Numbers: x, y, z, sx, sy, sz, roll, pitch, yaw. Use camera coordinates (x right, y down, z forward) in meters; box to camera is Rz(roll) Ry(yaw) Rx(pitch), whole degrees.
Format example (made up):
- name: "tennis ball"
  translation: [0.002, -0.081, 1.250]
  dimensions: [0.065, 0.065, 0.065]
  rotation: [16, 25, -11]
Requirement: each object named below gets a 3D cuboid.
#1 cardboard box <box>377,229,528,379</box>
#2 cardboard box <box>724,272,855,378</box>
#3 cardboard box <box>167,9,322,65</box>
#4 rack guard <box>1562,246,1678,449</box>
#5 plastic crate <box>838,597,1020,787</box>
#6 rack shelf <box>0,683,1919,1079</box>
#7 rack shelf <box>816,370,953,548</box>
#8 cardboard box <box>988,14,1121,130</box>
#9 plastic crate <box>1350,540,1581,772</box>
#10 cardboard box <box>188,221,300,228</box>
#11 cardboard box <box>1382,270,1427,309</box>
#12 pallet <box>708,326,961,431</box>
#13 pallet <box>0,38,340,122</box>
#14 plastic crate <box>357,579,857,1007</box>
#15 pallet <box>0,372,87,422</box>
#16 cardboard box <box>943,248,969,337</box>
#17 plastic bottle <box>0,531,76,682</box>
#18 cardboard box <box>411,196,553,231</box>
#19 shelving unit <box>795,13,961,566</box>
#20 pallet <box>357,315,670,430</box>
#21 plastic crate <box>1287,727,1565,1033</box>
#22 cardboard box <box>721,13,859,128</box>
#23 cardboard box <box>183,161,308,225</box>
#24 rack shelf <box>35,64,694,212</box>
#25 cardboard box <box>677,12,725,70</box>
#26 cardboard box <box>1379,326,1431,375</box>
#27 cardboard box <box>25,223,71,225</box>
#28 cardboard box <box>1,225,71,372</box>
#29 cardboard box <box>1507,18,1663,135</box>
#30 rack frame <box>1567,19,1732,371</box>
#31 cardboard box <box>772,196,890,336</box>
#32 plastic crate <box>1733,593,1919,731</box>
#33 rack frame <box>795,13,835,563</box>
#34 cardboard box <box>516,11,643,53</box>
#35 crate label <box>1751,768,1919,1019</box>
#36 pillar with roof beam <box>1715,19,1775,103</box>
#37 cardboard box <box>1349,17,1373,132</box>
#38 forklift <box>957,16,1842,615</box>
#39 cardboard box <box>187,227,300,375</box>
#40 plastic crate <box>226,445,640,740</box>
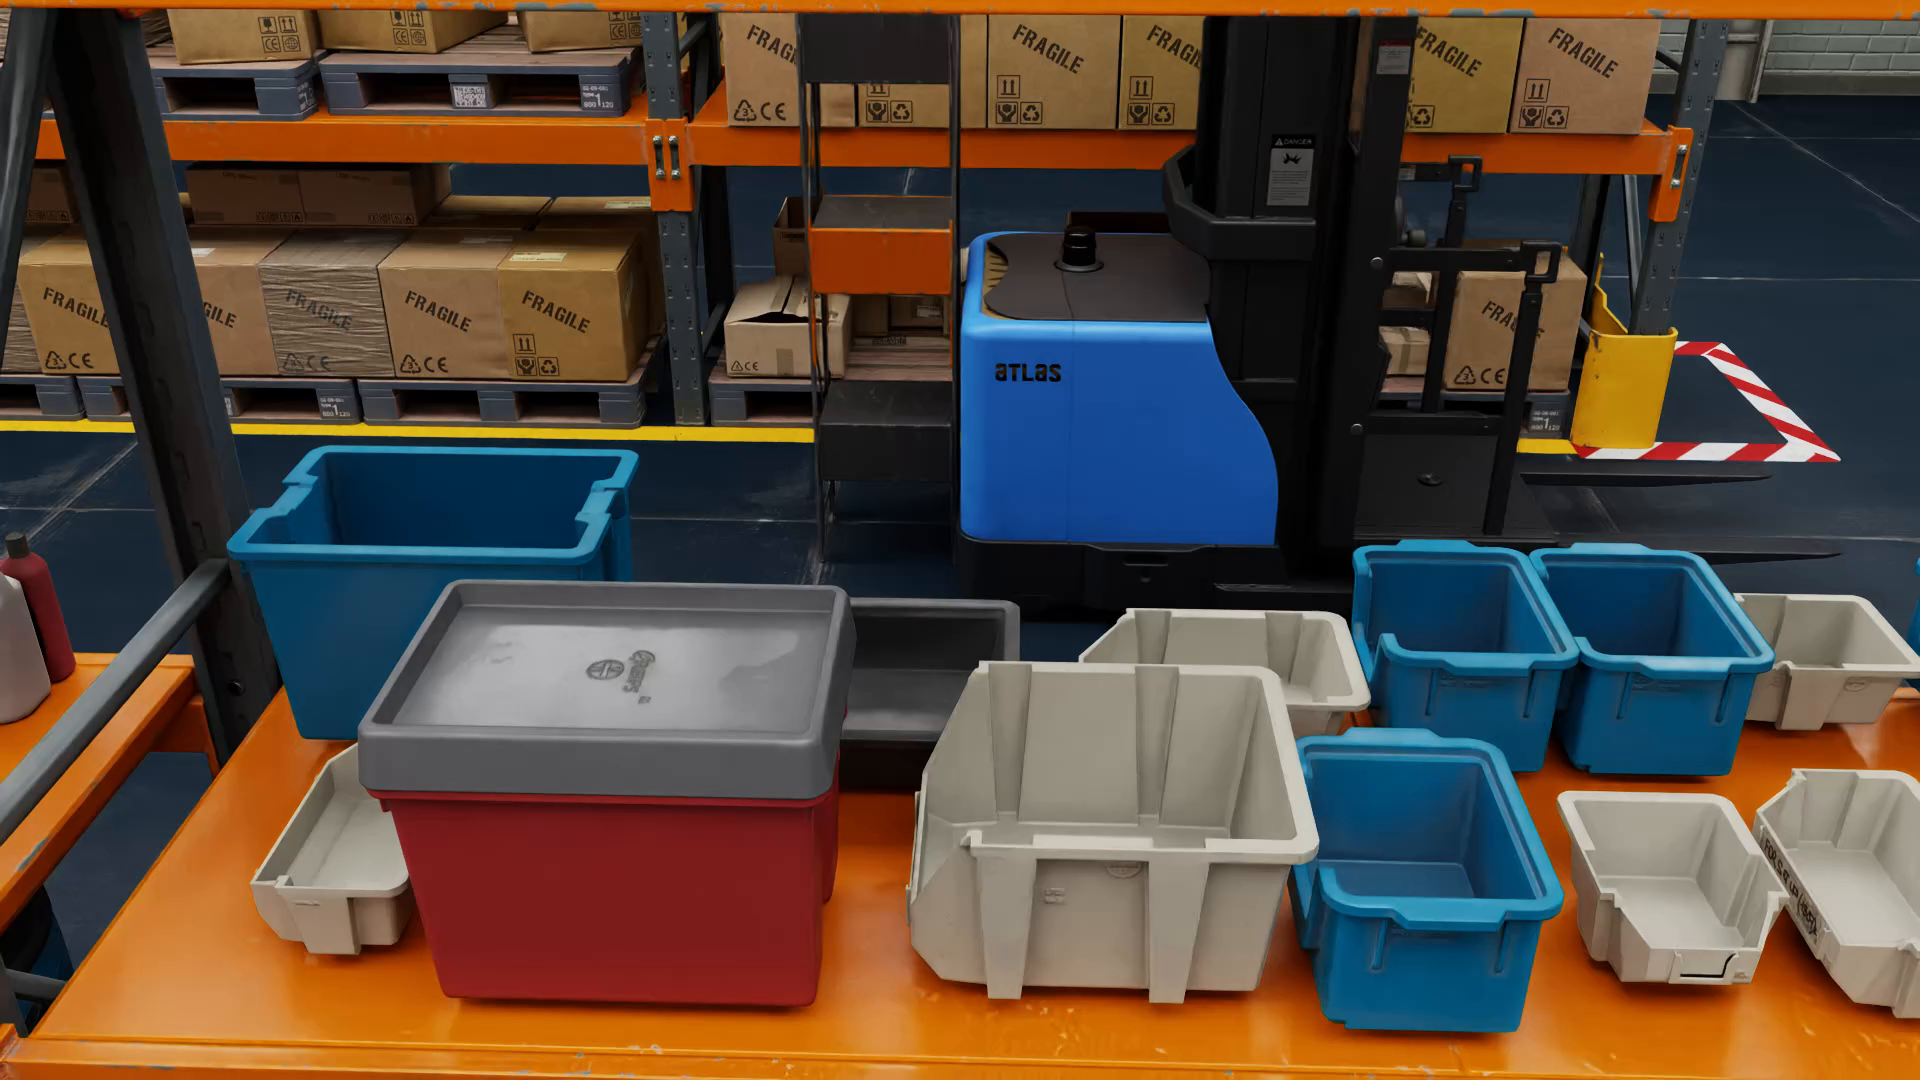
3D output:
- name: "cardboard box"
  translation: [-2.143, -1.023, 7.176]
  dimensions: [0.500, 0.500, 0.500]
  rotation: [1, 28, 2]
- name: "cardboard box"
  translation: [-0.734, -0.945, 7.232]
  dimensions: [0.500, 0.311, 0.500]
  rotation: [1, 28, 2]
- name: "cardboard box"
  translation: [-2.914, -2.277, 6.788]
  dimensions: [0.500, 0.500, 0.700]
  rotation: [-6, 29, -11]
- name: "rack guard"
  translation: [2.776, -0.878, 7.372]
  dimensions: [0.348, 0.500, 1.175]
  rotation: [1, 28, 2]
- name: "plastic crate"
  translation: [-0.196, 0.259, 2.788]
  dimensions: [0.590, 0.125, 0.437]
  rotation: [1, 28, 2]
- name: "rack shelf"
  translation: [0.674, 0.622, 2.641]
  dimensions: [4.000, 0.370, 1.077]
  rotation: [1, 28, 2]
- name: "rack shelf"
  translation: [-0.257, -0.301, 6.100]
  dimensions: [0.480, 0.518, 0.431]
  rotation: [1, 28, 2]
- name: "cardboard box"
  translation: [0.365, -1.939, 6.598]
  dimensions: [0.500, 0.500, 0.500]
  rotation: [1, 28, 2]
- name: "plastic crate"
  translation: [0.822, 0.200, 2.785]
  dimensions: [0.300, 0.233, 0.416]
  rotation: [1, 28, 2]
- name: "cardboard box"
  translation: [-3.159, -1.283, 7.667]
  dimensions: [0.500, 0.500, 0.500]
  rotation: [0, 28, 0]
- name: "cardboard box"
  translation: [1.818, -1.110, 7.608]
  dimensions: [0.500, 0.250, 0.500]
  rotation: [1, 28, 2]
- name: "pallet"
  translation: [-0.460, -0.803, 7.540]
  dimensions: [1.213, 0.211, 1.003]
  rotation: [1, 28, 2]
- name: "pallet"
  translation: [-3.200, -1.998, 7.022]
  dimensions: [1.213, 0.211, 1.003]
  rotation: [1, 28, 2]
- name: "plastic crate"
  translation: [-0.441, 0.349, 2.257]
  dimensions: [0.583, 0.464, 0.402]
  rotation: [1, 28, 2]
- name: "pallet"
  translation: [-4.399, -0.851, 7.630]
  dimensions: [1.213, 0.211, 1.003]
  rotation: [1, 28, 2]
- name: "cardboard box"
  translation: [0.183, -1.164, 7.645]
  dimensions: [0.500, 0.311, 0.500]
  rotation: [1, 28, 2]
- name: "plastic bottle"
  translation: [-1.676, 0.117, 2.951]
  dimensions: [0.133, 0.283, 0.061]
  rotation: [1, 28, 2]
- name: "cardboard box"
  translation: [-2.154, -1.263, 7.628]
  dimensions: [0.500, 0.500, 0.500]
  rotation: [1, 28, 3]
- name: "shelving unit"
  translation: [-0.257, -0.932, 5.766]
  dimensions: [0.503, 2.100, 0.431]
  rotation: [1, 28, 2]
- name: "pallet"
  translation: [-1.960, -0.811, 7.554]
  dimensions: [1.213, 0.211, 1.003]
  rotation: [1, 28, 2]
- name: "plastic crate"
  translation: [0.612, 0.471, 2.273]
  dimensions: [0.300, 0.233, 0.416]
  rotation: [1, 28, 2]
- name: "cardboard box"
  translation: [-0.646, -1.955, 6.629]
  dimensions: [0.500, 0.500, 0.500]
  rotation: [2, 28, 3]
- name: "cardboard box"
  translation: [-3.122, -1.615, 7.492]
  dimensions: [0.500, 0.250, 0.500]
  rotation: [0, 28, 1]
- name: "rack shelf"
  translation: [-3.145, -1.762, 7.140]
  dimensions: [4.000, 0.370, 1.077]
  rotation: [1, 28, 2]
- name: "cardboard box"
  translation: [-1.629, -3.551, 11.594]
  dimensions: [0.750, 0.750, 0.750]
  rotation: [1, 28, 2]
- name: "cardboard box"
  translation: [1.898, -0.866, 7.236]
  dimensions: [0.250, 0.166, 0.380]
  rotation: [1, 28, 2]
- name: "cardboard box"
  translation: [-4.201, -1.298, 7.694]
  dimensions: [0.500, 0.500, 0.500]
  rotation: [2, 28, 4]
- name: "cardboard box"
  translation: [-4.175, -1.056, 7.238]
  dimensions: [0.500, 0.500, 0.500]
  rotation: [0, 28, 0]
- name: "cardboard box"
  translation: [2.394, -1.905, 6.534]
  dimensions: [0.500, 0.500, 0.500]
  rotation: [2, 28, 3]
- name: "rack frame"
  translation: [2.852, -1.981, 6.784]
  dimensions: [0.127, 3.000, 1.000]
  rotation: [1, 28, 2]
- name: "cardboard box"
  translation: [-0.567, -1.260, 7.624]
  dimensions: [0.500, 0.500, 0.500]
  rotation: [1, 28, 2]
- name: "plastic crate"
  translation: [1.442, 0.214, 2.861]
  dimensions: [0.298, 0.136, 0.250]
  rotation: [1, 28, 2]
- name: "rack frame"
  translation: [-0.501, -0.936, 5.774]
  dimensions: [0.015, 2.100, 0.400]
  rotation: [1, 28, 2]
- name: "cardboard box"
  translation: [-1.612, -2.389, 6.999]
  dimensions: [0.500, 0.500, 0.700]
  rotation: [-8, 29, -15]
- name: "crate label"
  translation: [1.283, 0.494, 2.333]
  dimensions: [0.243, 0.136, 0.396]
  rotation: [1, 28, 2]
- name: "pillar with roof beam"
  translation: [5.600, -5.295, 6.632]
  dimensions: [0.400, 9.000, 9.100]
  rotation: [1, 28, 2]
- name: "cardboard box"
  translation: [1.377, -1.923, 6.568]
  dimensions: [0.500, 0.500, 0.500]
  rotation: [1, 28, 2]
- name: "forklift"
  translation: [1.519, -1.234, 5.448]
  dimensions: [3.031, 2.935, 1.130]
  rotation: [1, 28, 2]
- name: "cardboard box"
  translation: [-3.152, -1.039, 7.206]
  dimensions: [0.500, 0.500, 0.500]
  rotation: [0, 28, 0]
- name: "plastic crate"
  translation: [-0.846, 0.100, 2.812]
  dimensions: [0.575, 0.384, 0.392]
  rotation: [1, 28, 2]
